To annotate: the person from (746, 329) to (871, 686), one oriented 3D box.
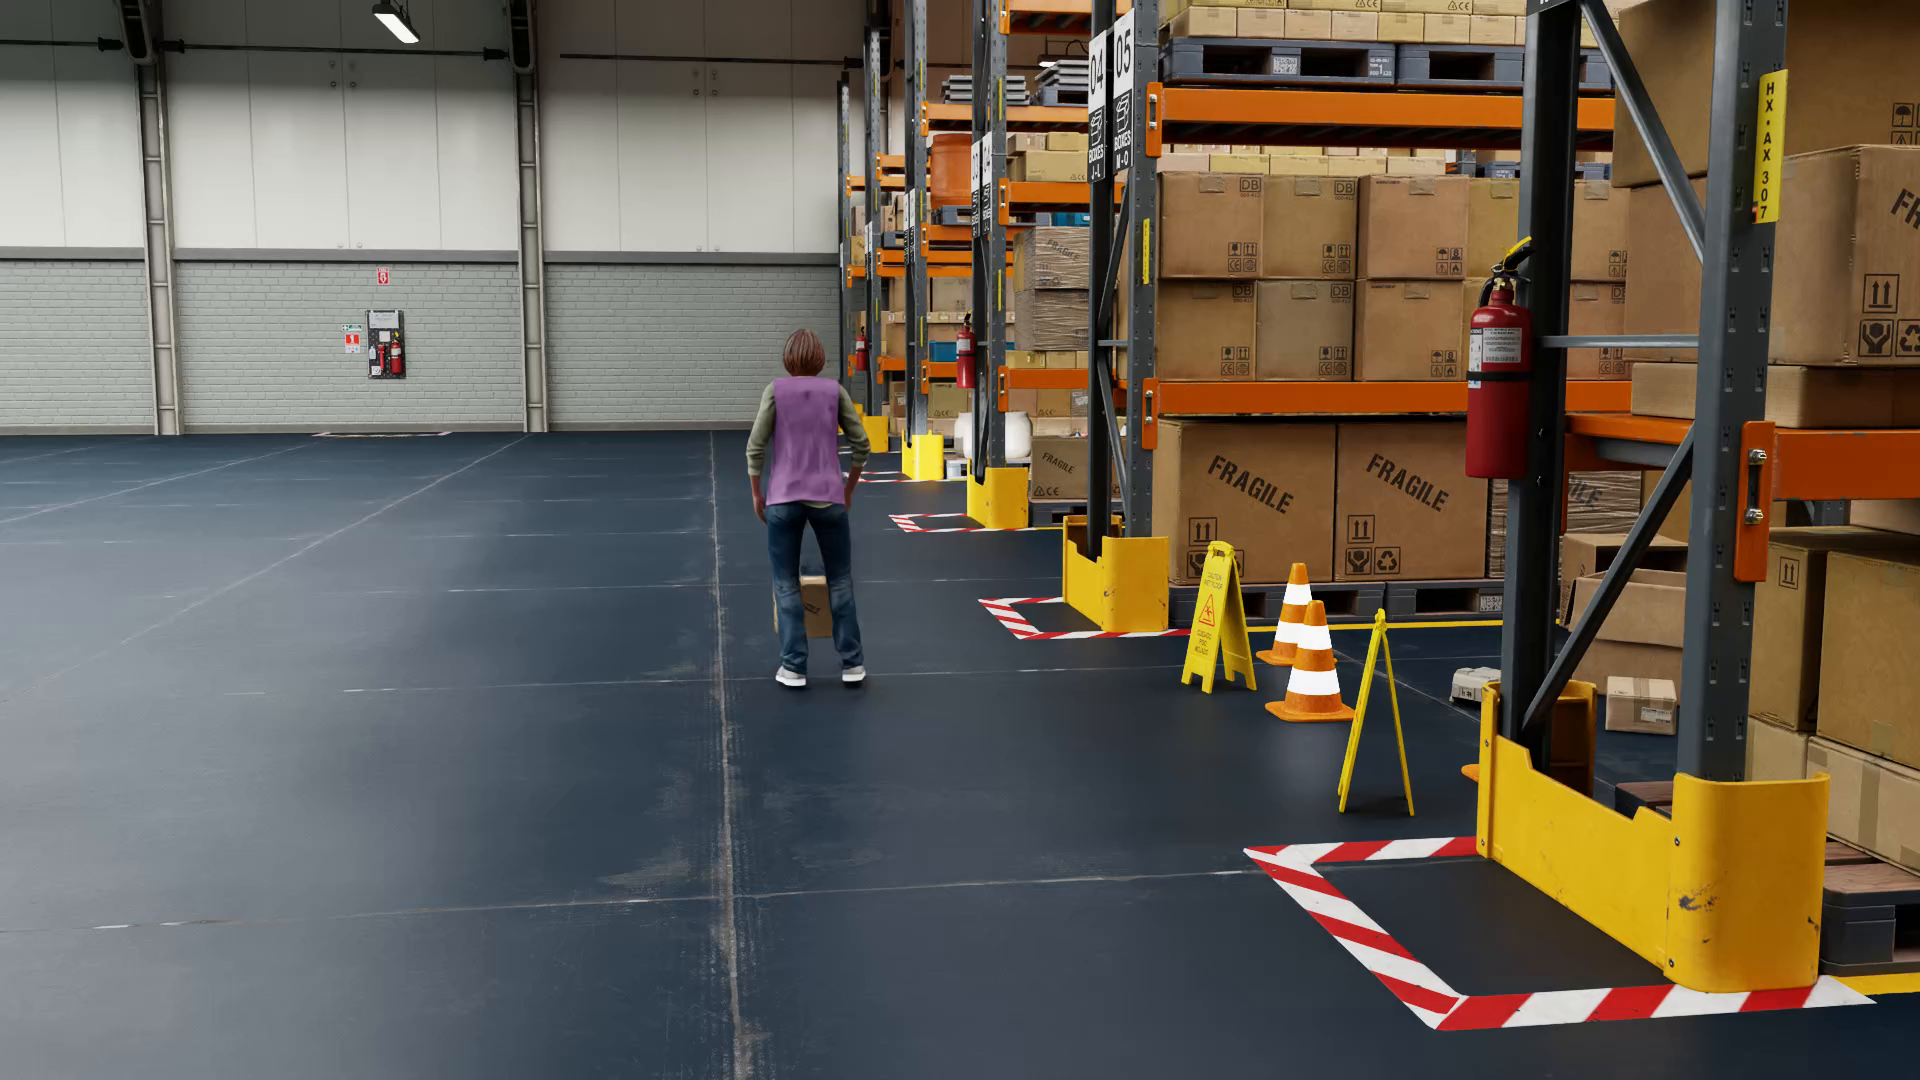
[{"bbox_3d":[-0.668,-0.150,7.386,0.553,1.567,0.450,-1,7,-10],"label":"person"}]
